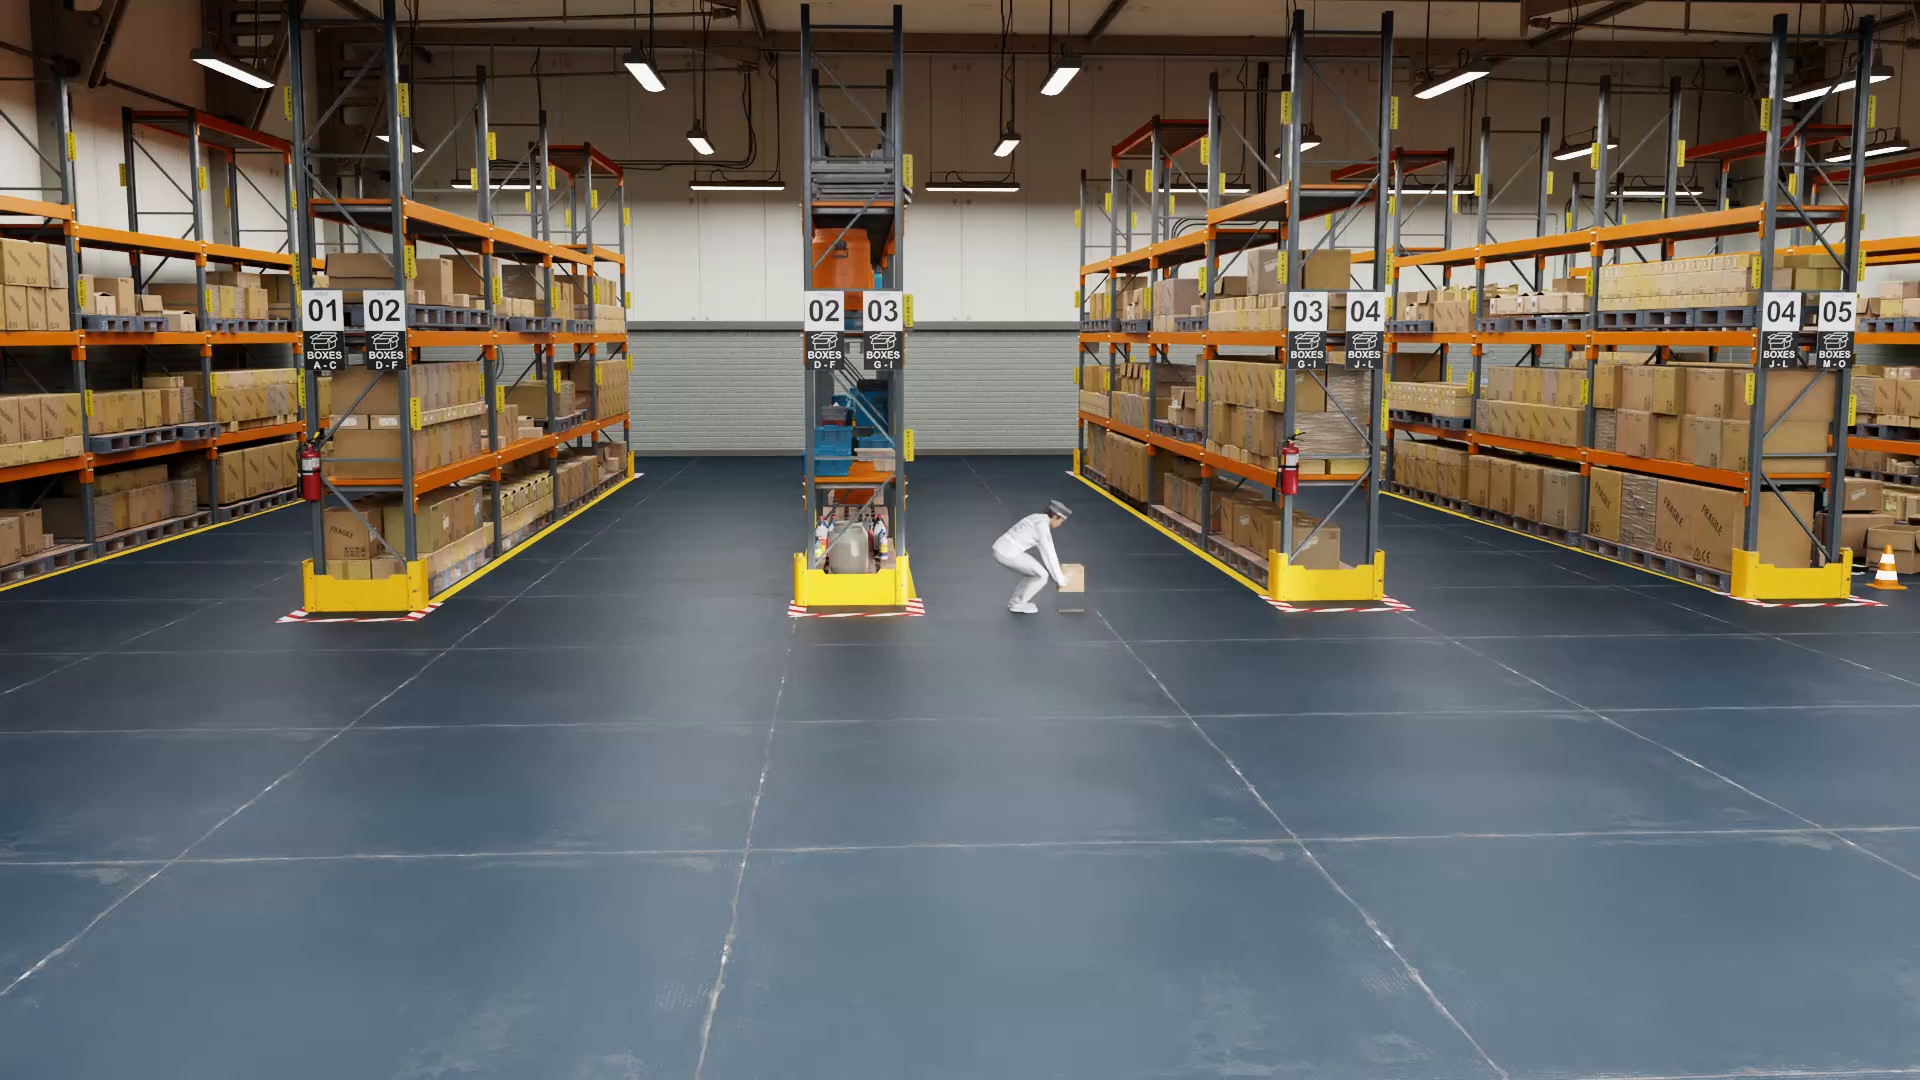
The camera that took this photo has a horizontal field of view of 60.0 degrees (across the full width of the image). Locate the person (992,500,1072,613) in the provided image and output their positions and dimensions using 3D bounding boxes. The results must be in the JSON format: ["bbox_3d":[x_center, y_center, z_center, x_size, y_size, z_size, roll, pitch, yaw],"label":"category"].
[{"bbox_3d":[0.729,0.156,16.761,0.808,1.116,0.512,0,7,-4],"label":"person"}]
